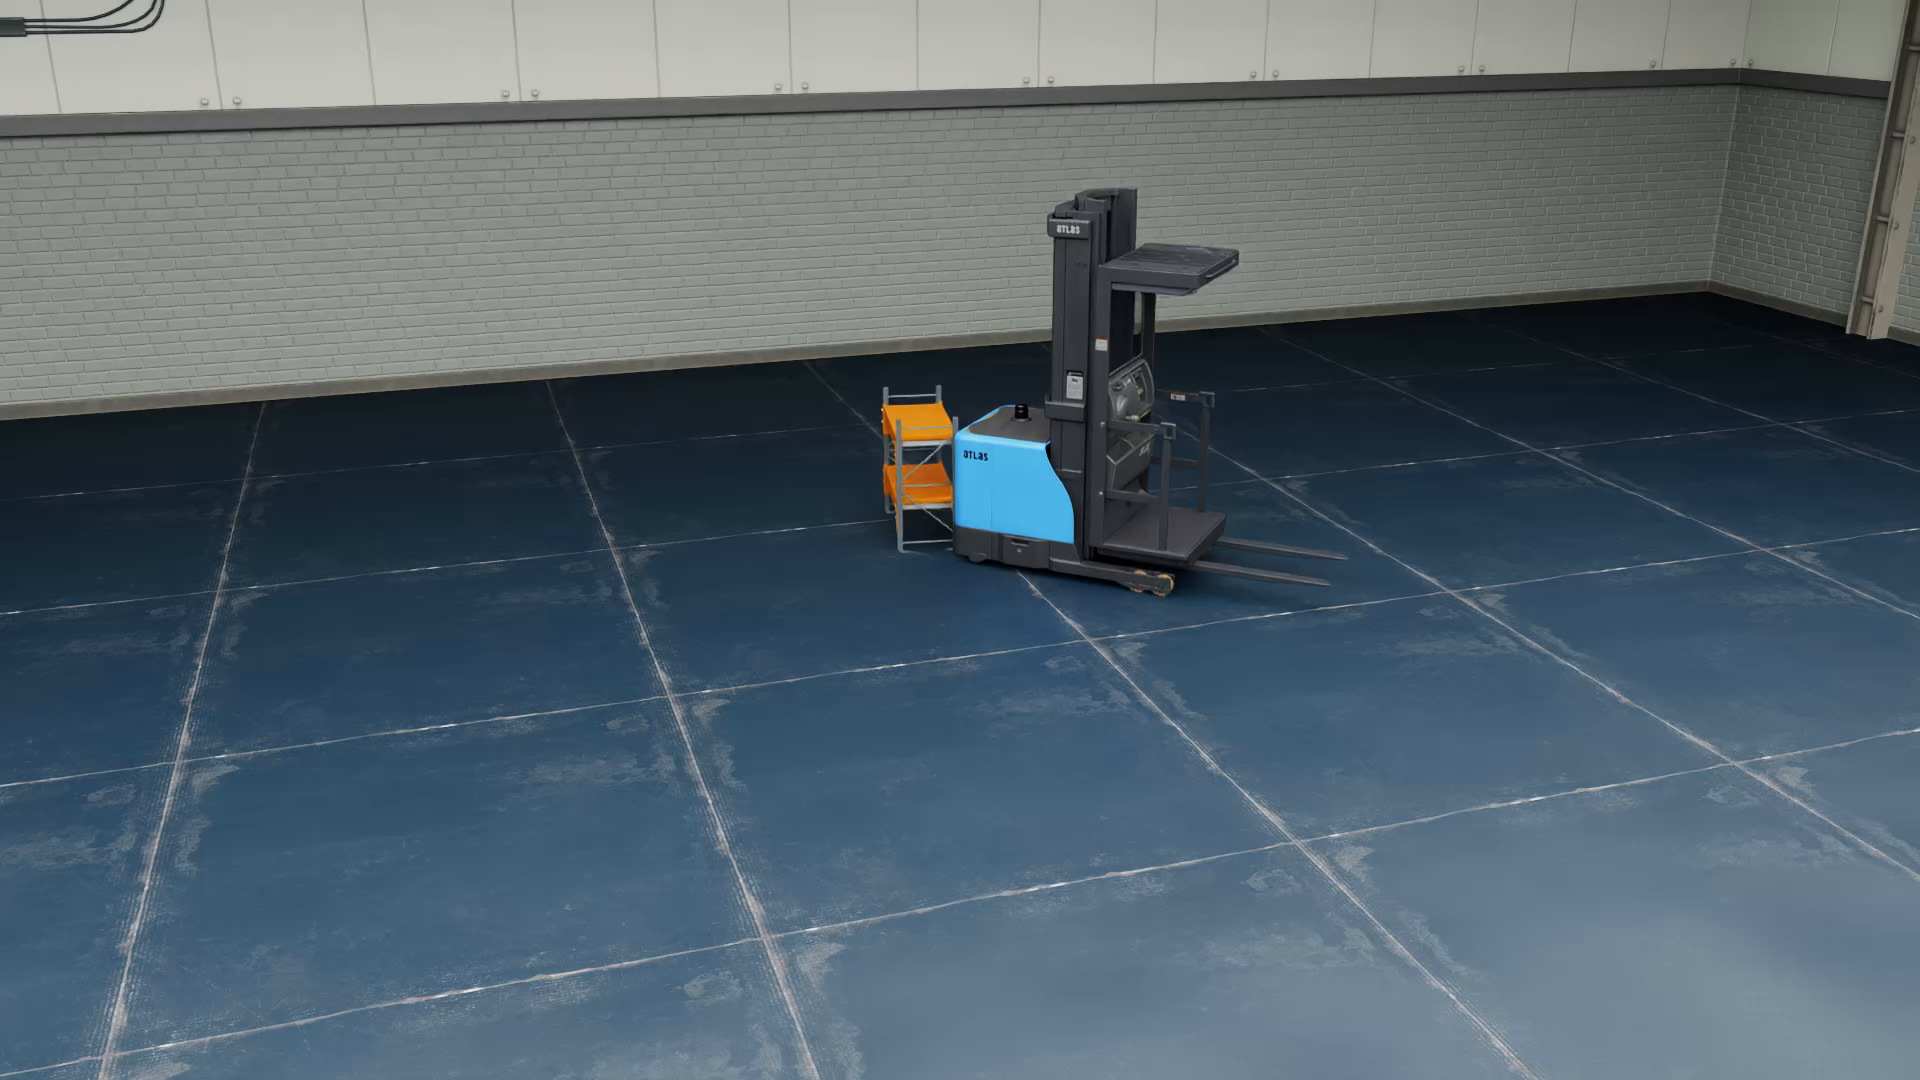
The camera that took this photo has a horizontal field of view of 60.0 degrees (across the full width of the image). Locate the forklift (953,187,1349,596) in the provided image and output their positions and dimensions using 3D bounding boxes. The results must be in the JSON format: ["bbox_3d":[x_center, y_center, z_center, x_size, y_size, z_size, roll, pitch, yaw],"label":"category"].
[{"bbox_3d":[1.505,-1.153,12.790,3.031,2.935,1.130,9,22,23],"label":"forklift"}]

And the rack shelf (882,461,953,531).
[{"bbox_3d":[-0.337,-0.384,14.044,0.538,0.278,1.000,-3,20,-8],"label":"rack shelf"}]

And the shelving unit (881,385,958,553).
[{"bbox_3d":[-0.337,-0.614,13.961,0.538,1.125,1.048,-3,20,-8],"label":"shelving unit"}]

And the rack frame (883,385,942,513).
[{"bbox_3d":[-0.410,-0.784,14.435,0.500,1.125,0.032,-3,20,-8],"label":"rack frame"}]

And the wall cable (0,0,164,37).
[{"bbox_3d":[-9.009,-7.187,15.582,2.305,6.003,0.169,-6,21,-17],"label":"wall cable"}]

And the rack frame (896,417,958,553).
[{"bbox_3d":[-0.263,-0.444,13.488,0.500,1.125,0.032,-3,20,-8],"label":"rack frame"}]

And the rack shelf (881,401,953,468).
[{"bbox_3d":[-0.337,-0.889,13.862,0.538,0.278,1.000,-3,20,-8],"label":"rack shelf"}]

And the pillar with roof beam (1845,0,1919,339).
[{"bbox_3d":[7.461,-6.386,18.384,9.100,9.000,0.400,-6,21,-17],"label":"pillar with roof beam"}]
